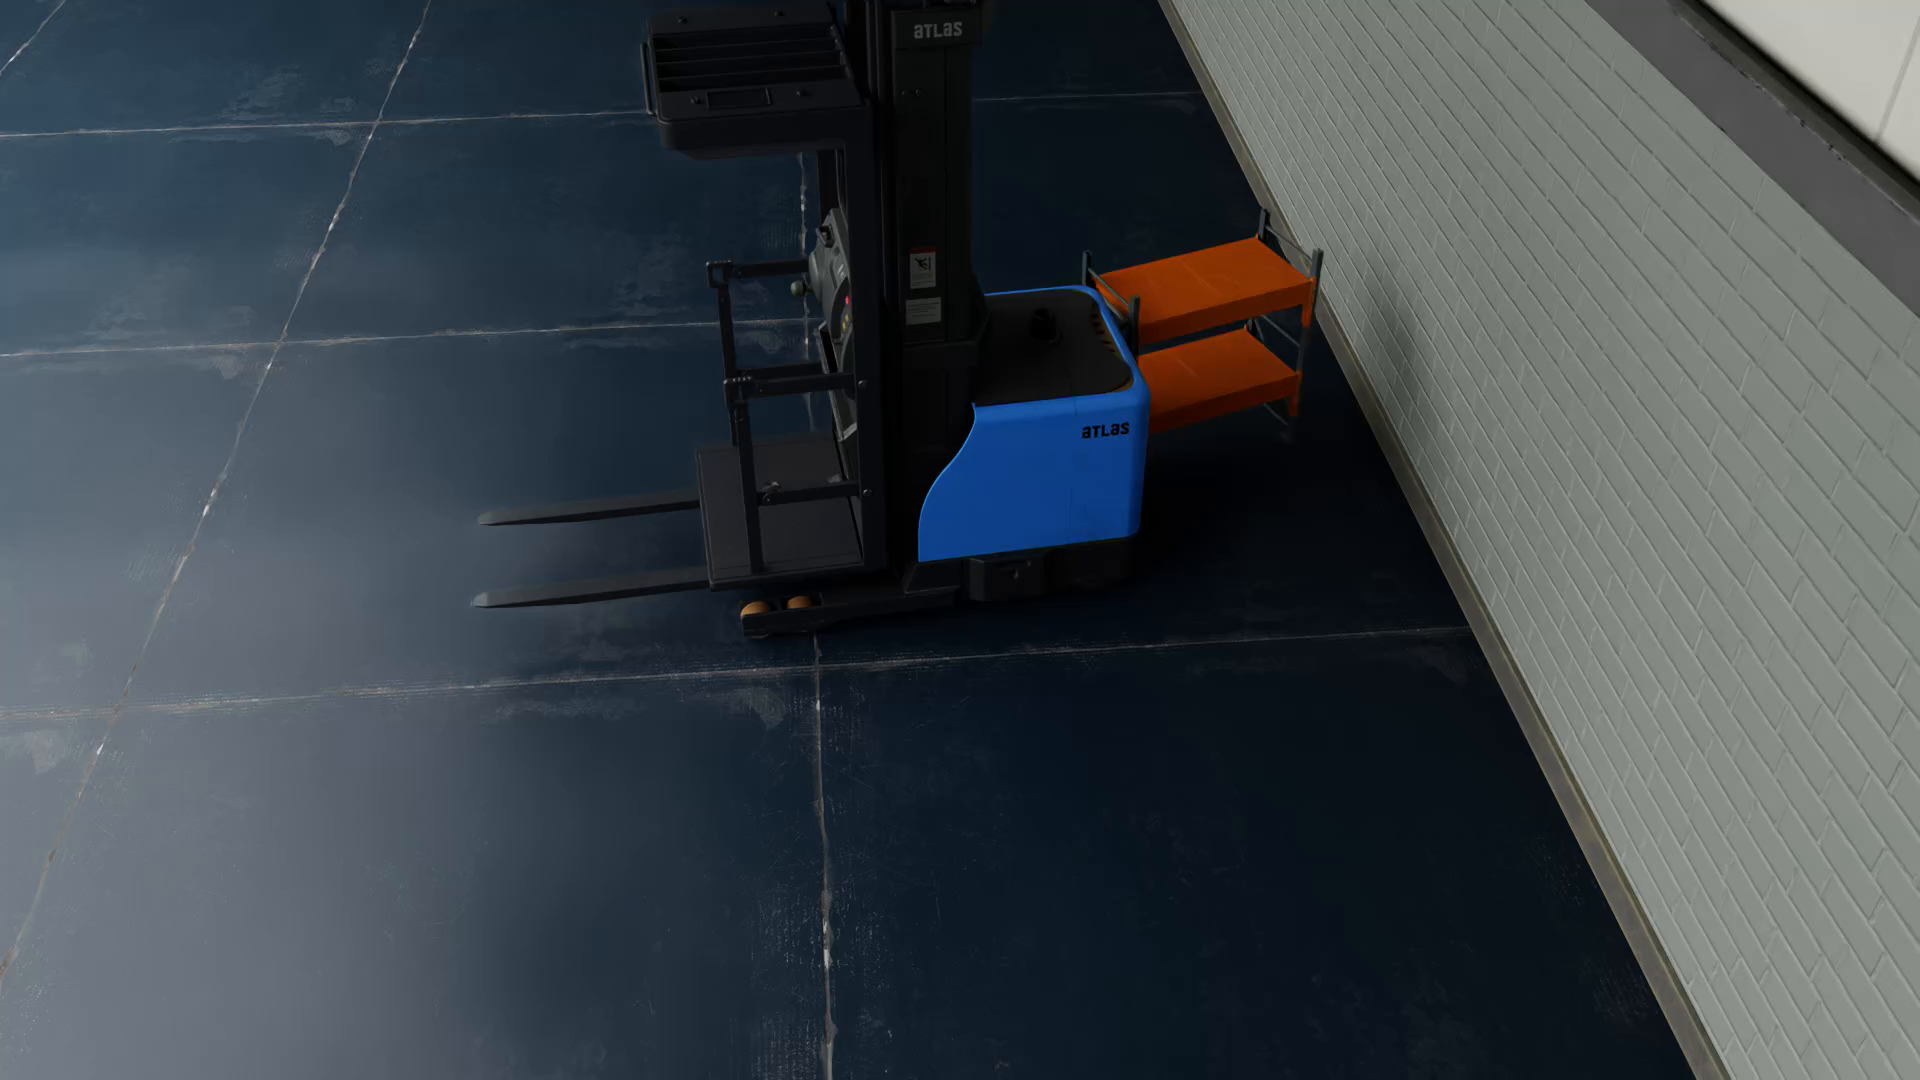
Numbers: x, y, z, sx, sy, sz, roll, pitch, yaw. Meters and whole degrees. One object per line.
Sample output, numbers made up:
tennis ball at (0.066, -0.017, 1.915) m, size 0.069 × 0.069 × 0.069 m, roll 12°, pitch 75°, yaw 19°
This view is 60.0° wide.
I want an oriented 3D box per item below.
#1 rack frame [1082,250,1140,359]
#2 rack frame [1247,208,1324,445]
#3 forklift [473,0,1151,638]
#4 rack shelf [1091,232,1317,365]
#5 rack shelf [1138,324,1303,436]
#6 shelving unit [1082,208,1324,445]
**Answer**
rack frame at (0.714, -0.814, 8.196) m, size 0.032 × 1.125 × 0.500 m, roll -16°, pitch 41°, yaw -19°
rack frame at (1.635, -1.084, 8.533) m, size 0.032 × 1.125 × 0.500 m, roll -16°, pitch 41°, yaw -19°
forklift at (-0.725, -1.065, 7.055) m, size 3.031 × 2.935 × 1.130 m, roll -7°, pitch 39°, yaw -9°
rack shelf at (1.174, -1.179, 8.183) m, size 1.000 × 0.278 × 0.538 m, roll -16°, pitch 41°, yaw -19°
rack shelf at (1.175, -0.758, 8.516) m, size 1.000 × 0.278 × 0.538 m, roll -16°, pitch 41°, yaw -19°
shelving unit at (1.175, -0.949, 8.364) m, size 1.048 × 1.125 × 0.538 m, roll -16°, pitch 41°, yaw -19°
